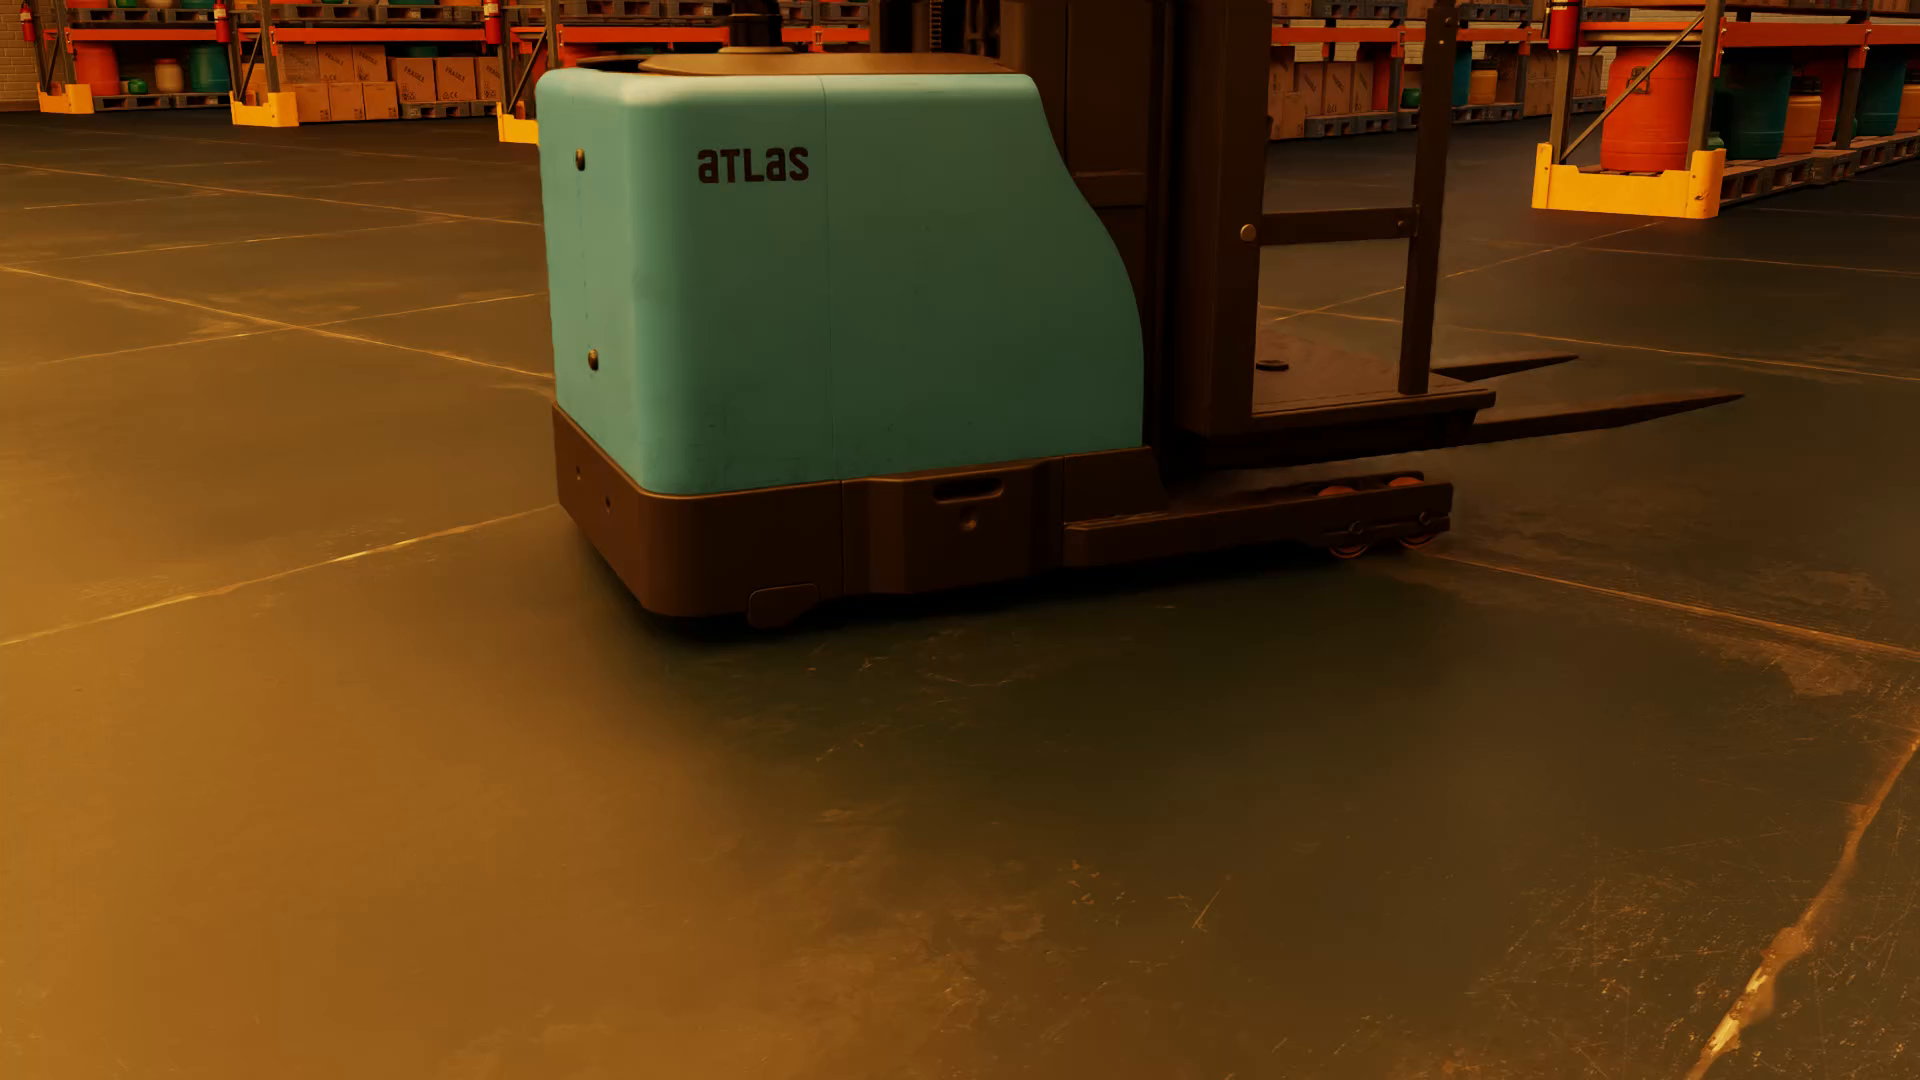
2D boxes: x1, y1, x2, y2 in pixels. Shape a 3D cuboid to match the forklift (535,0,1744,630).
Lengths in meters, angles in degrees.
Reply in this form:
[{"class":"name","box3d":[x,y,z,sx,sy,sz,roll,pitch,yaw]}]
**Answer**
[{"class":"forklift","box3d":[0.592,-1.492,3.810,3.031,2.935,1.130,-7,18,-23]}]
